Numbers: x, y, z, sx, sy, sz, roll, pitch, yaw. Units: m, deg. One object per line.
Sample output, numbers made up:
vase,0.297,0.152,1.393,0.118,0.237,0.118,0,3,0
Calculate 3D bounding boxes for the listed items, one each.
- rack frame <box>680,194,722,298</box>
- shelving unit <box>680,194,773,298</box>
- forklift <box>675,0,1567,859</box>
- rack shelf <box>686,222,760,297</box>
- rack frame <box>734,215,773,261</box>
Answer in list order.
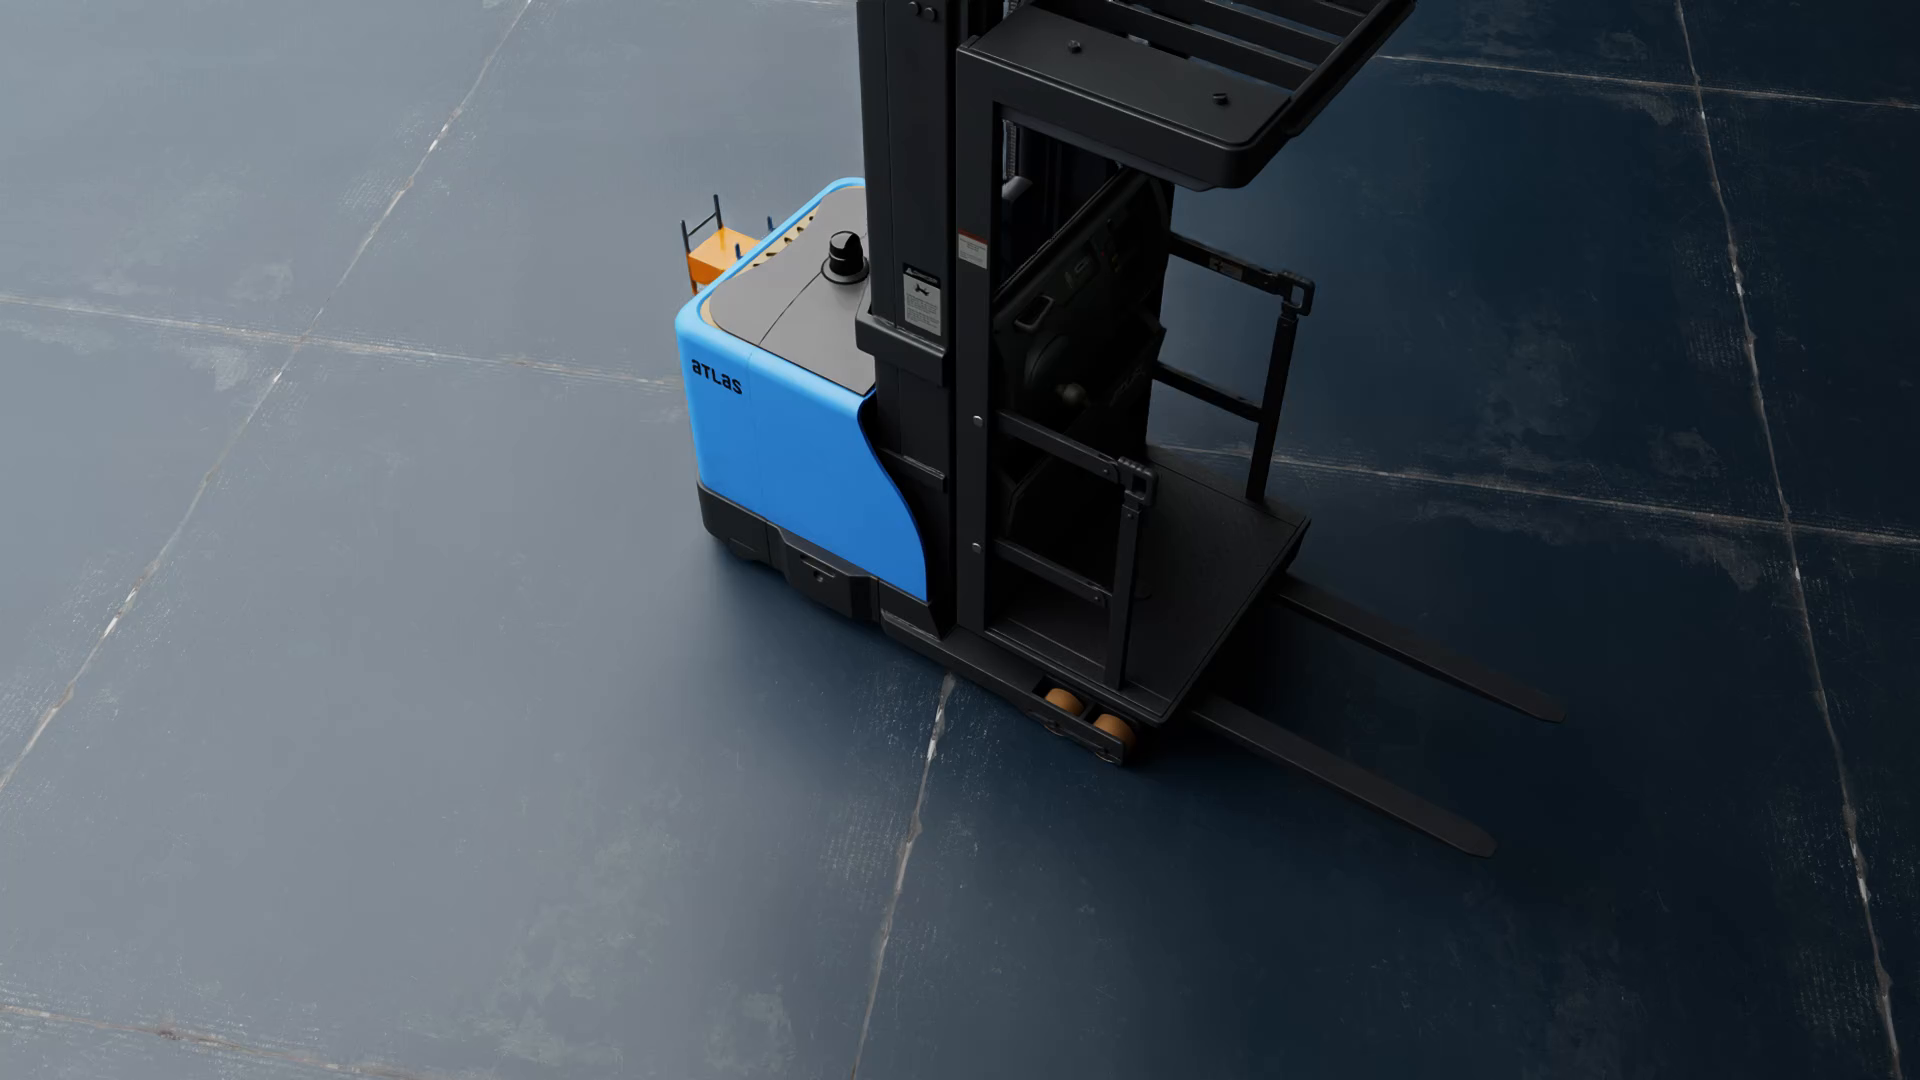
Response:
rack frame,-0.914,-0.821,6.282,0.008,1.050,0.200,25,53,23
shelving unit,-0.812,-0.773,6.234,0.252,1.050,0.215,25,53,23
forklift,0.548,-0.690,4.899,3.031,2.935,1.130,26,53,22
rack shelf,-0.818,-0.958,6.034,0.240,0.259,0.215,25,53,23
rack frame,-0.711,-0.725,6.187,0.008,1.050,0.200,25,53,23
